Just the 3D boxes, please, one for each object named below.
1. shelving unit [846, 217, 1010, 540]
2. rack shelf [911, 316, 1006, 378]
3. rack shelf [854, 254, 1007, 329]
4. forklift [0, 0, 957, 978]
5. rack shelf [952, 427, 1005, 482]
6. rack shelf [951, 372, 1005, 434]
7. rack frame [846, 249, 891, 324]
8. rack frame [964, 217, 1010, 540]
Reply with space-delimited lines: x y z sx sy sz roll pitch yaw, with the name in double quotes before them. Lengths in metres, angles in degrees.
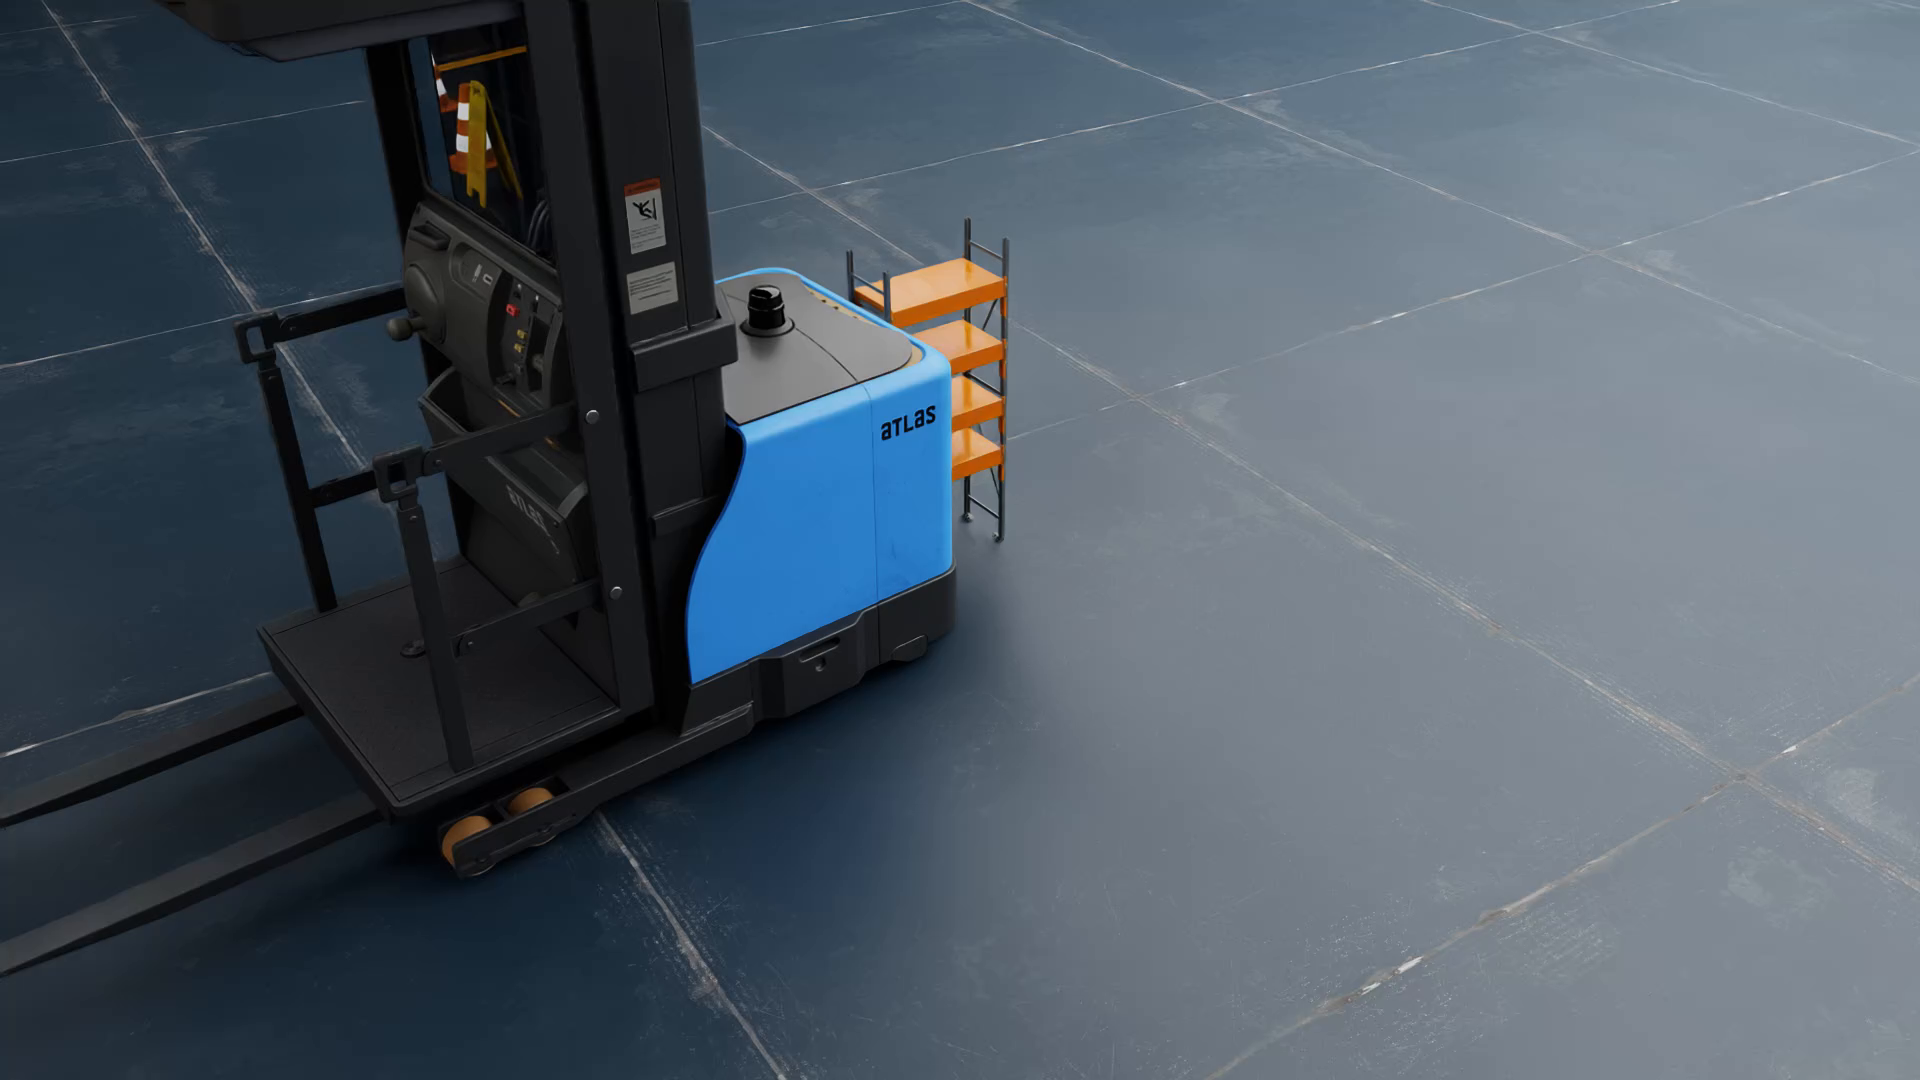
"shelving unit" -0.106 -0.483 5.891 0.503 1.200 0.258 -21 38 -30
"rack shelf" -0.106 -0.615 5.807 0.480 0.148 0.258 -21 38 -30
"rack shelf" -0.106 -0.815 5.681 0.480 0.148 0.258 -21 38 -30
"forklift" -1.476 -0.604 4.460 3.031 2.935 1.130 -23 39 -32
"rack shelf" -0.106 -0.258 6.032 0.480 0.148 0.258 -21 38 -30
"rack shelf" -0.106 -0.426 5.926 0.480 0.148 0.258 -21 38 -30
"rack frame" -0.302 -0.406 5.768 0.015 1.200 0.240 -21 38 -30
"rack frame" 0.091 -0.560 6.013 0.015 1.200 0.240 -21 38 -30
